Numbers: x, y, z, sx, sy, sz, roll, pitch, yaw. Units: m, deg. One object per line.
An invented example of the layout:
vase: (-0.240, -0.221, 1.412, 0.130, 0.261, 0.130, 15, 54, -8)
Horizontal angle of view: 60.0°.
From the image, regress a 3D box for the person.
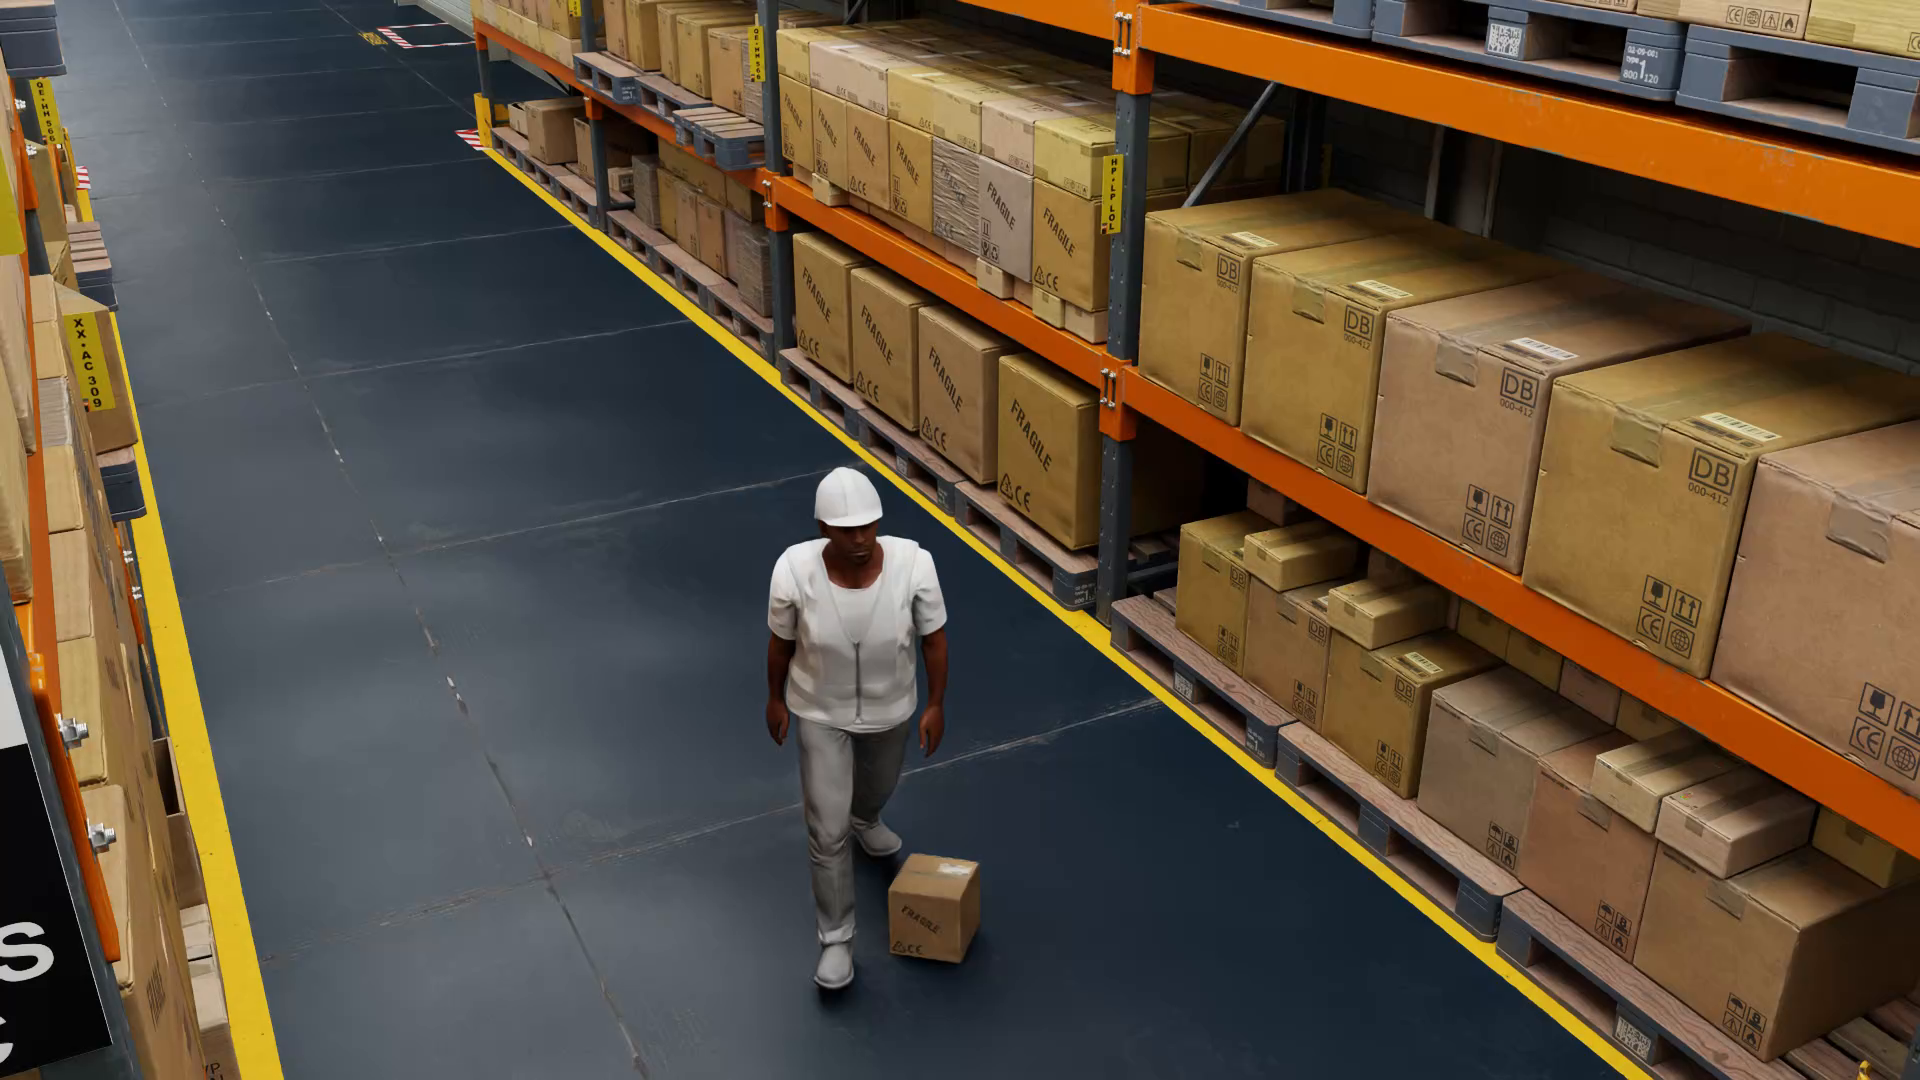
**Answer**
person: (-0.339, 0.533, 5.491, 0.593, 1.727, 0.944, -5, 26, -11)
